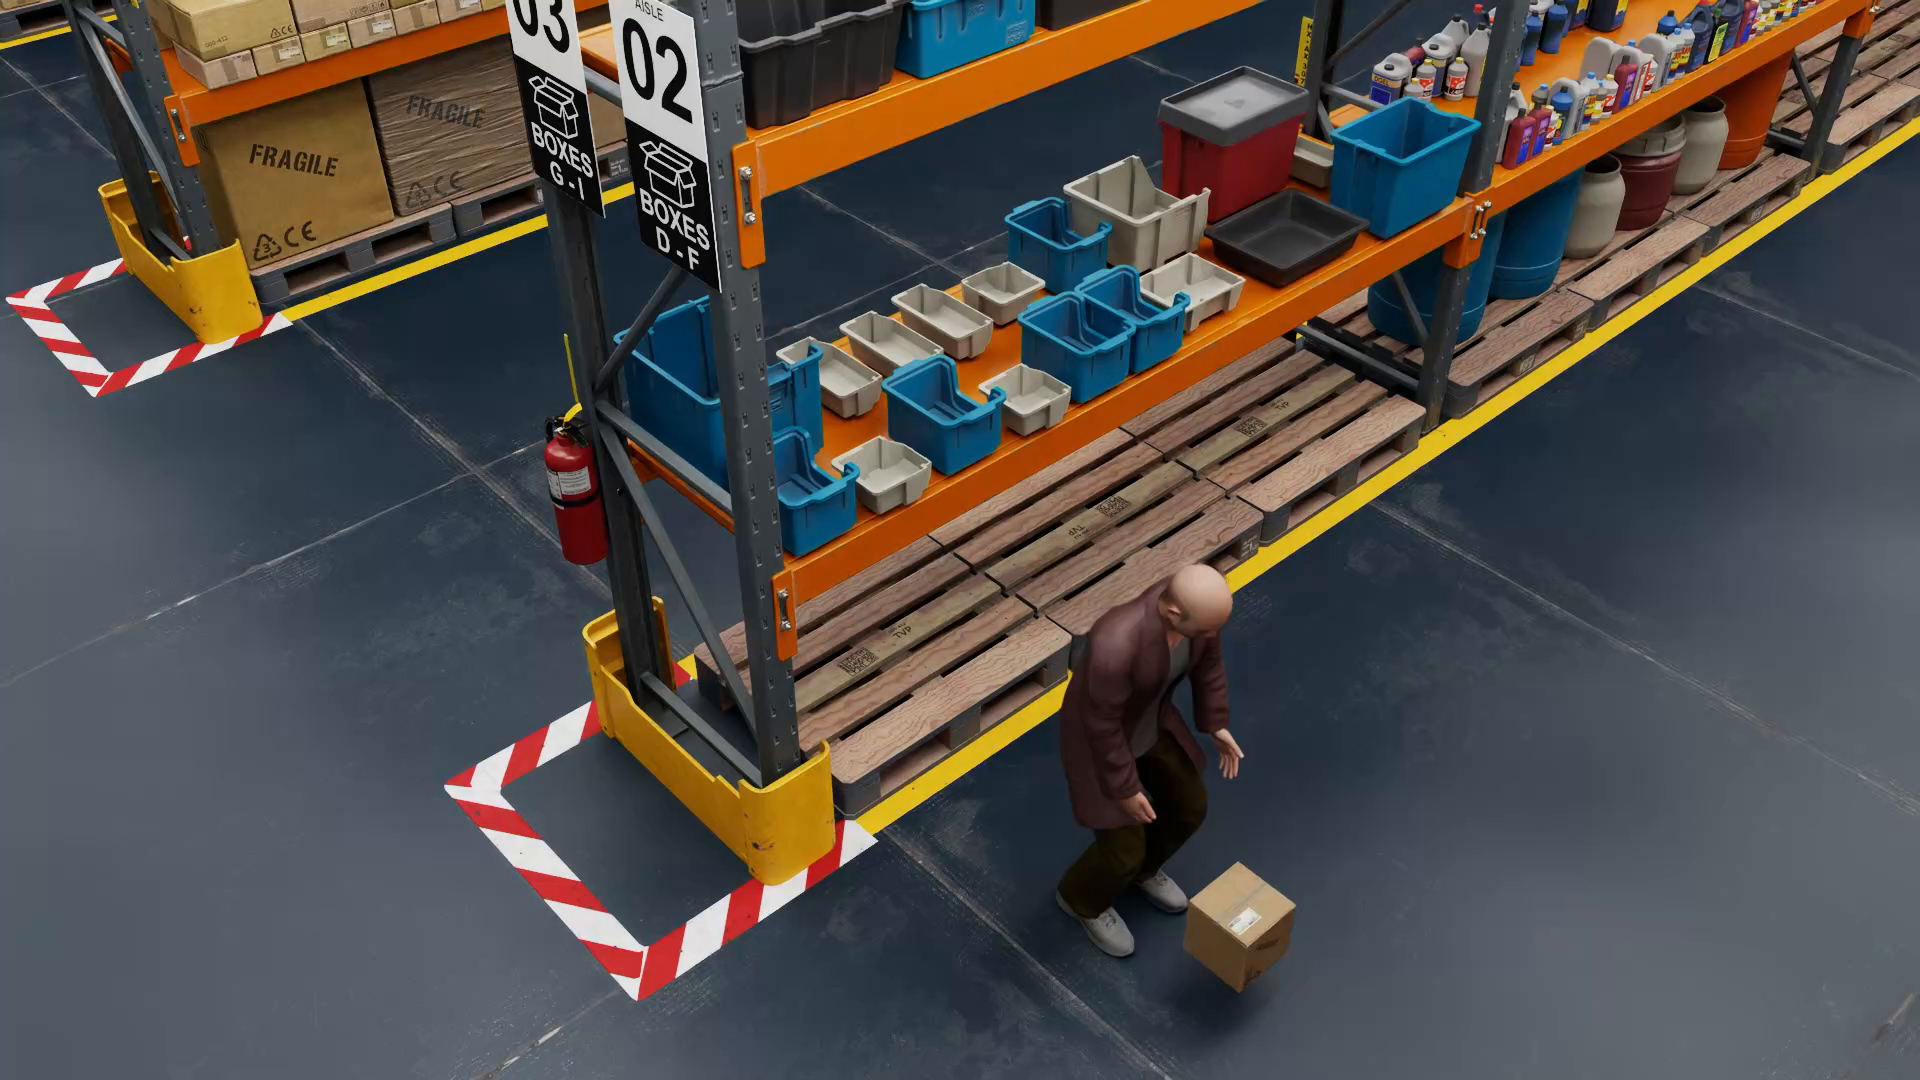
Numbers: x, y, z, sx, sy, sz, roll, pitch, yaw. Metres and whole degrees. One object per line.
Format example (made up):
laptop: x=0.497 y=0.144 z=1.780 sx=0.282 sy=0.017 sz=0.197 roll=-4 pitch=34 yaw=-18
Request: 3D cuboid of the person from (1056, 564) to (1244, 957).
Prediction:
person: x=0.607 y=0.664 z=5.501 sx=0.612 sy=1.653 sz=0.516 roll=-29 pitch=47 yaw=-31
